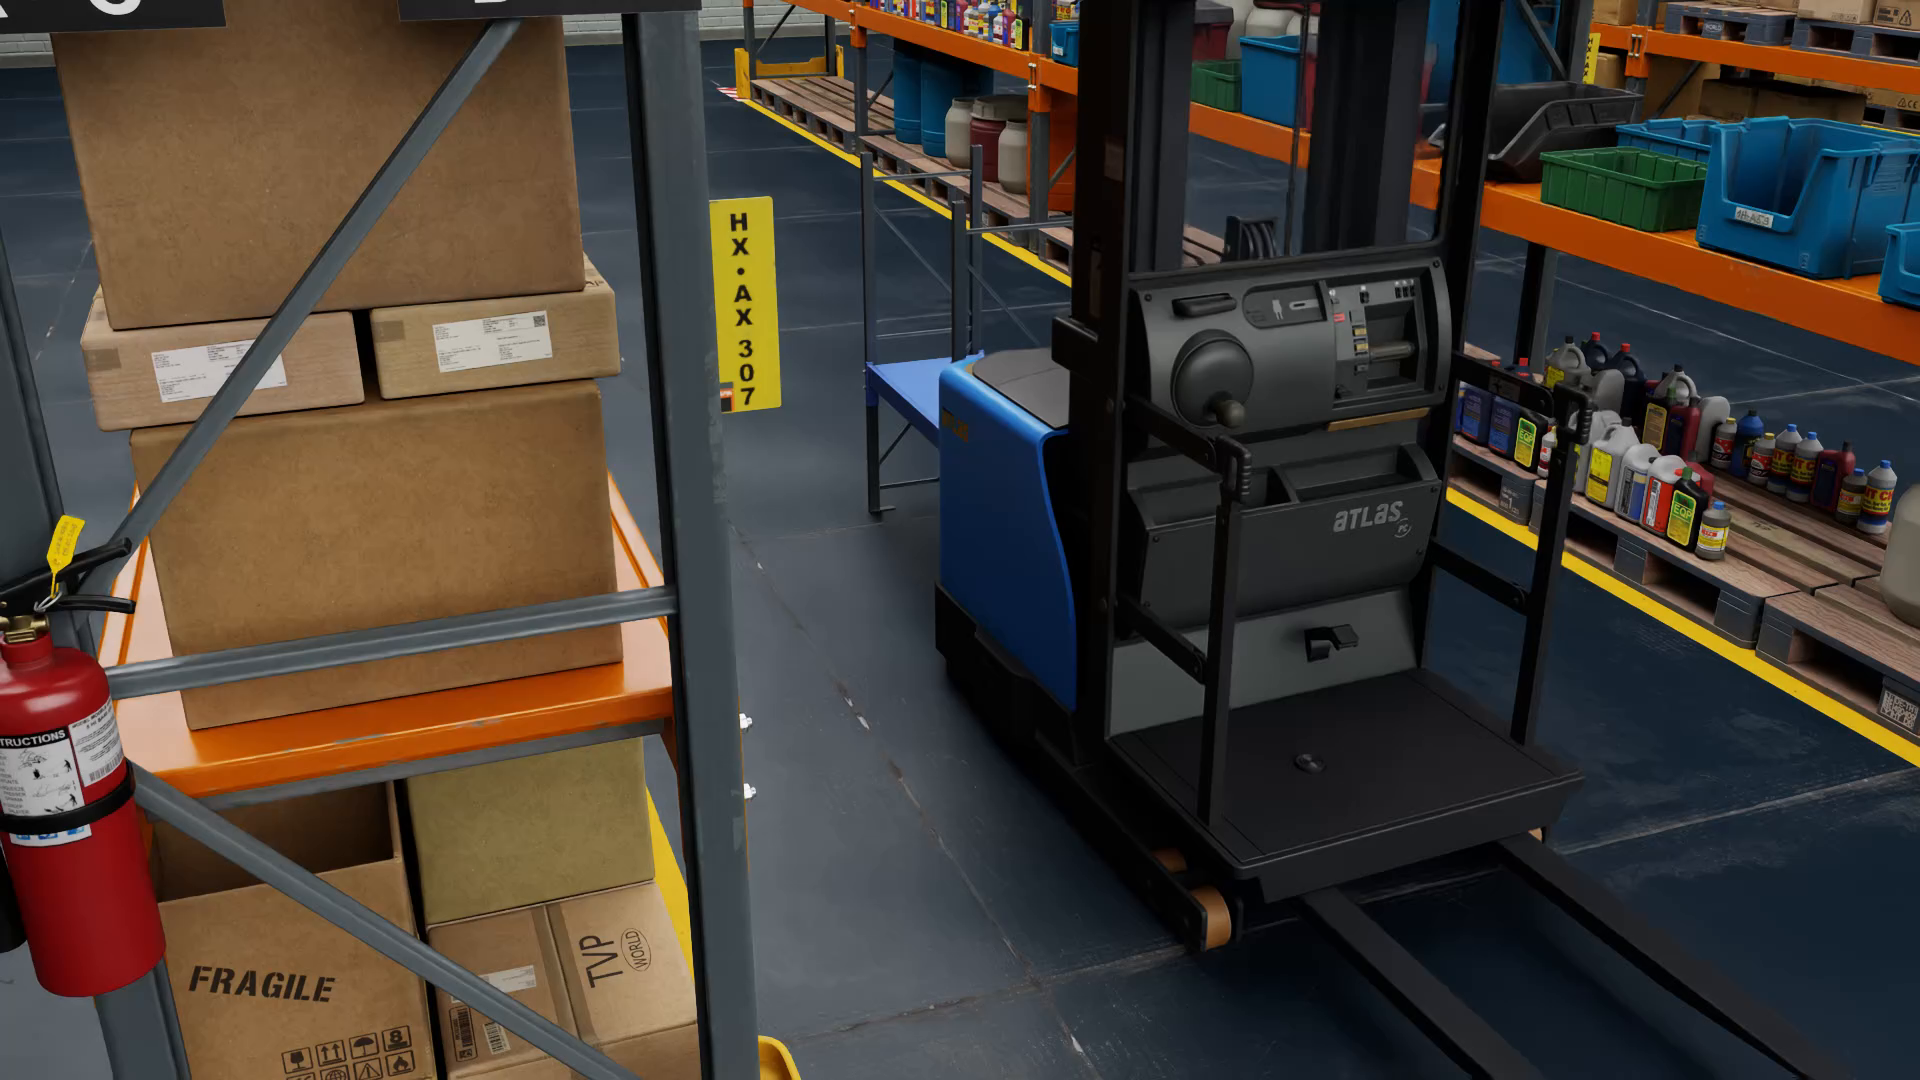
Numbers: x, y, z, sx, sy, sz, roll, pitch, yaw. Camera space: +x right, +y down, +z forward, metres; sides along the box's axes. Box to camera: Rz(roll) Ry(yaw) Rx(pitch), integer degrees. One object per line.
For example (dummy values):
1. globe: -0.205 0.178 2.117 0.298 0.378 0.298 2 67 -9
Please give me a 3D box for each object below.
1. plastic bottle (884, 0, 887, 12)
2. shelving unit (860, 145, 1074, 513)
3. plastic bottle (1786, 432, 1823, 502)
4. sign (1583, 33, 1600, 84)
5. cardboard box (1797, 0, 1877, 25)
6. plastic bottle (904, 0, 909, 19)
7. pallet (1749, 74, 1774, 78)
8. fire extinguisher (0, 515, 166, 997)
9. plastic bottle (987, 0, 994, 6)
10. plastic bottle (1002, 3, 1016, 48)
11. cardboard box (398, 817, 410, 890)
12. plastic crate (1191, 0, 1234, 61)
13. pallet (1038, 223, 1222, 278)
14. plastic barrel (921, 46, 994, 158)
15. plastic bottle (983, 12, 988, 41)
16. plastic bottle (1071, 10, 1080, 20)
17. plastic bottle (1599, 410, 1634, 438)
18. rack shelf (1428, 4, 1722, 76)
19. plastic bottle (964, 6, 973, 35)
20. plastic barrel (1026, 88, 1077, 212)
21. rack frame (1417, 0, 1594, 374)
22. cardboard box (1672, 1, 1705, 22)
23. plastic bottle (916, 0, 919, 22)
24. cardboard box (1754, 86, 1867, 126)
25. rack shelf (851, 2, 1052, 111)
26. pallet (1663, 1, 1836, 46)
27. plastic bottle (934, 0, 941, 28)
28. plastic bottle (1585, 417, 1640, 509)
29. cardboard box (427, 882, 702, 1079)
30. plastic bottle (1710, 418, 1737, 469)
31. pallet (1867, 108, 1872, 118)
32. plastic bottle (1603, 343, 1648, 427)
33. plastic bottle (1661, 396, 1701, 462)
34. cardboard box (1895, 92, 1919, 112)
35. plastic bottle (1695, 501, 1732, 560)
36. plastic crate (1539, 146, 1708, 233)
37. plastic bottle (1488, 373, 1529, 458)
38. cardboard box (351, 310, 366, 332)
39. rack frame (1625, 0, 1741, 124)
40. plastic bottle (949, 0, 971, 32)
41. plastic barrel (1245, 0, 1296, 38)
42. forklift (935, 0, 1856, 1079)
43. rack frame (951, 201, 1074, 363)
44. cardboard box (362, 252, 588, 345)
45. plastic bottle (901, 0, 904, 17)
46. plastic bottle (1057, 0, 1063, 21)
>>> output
1. plastic bottle: -0.580 -4.506 13.743 0.097 0.271 0.097 0 23 0
2. shelving unit: 0.030 -0.660 6.385 0.538 1.500 1.048 -8 24 -19
3. plastic bottle: 3.319 -0.291 6.525 0.097 0.271 0.097 0 23 0
4. sign: 2.895 -2.172 7.685 0.100 0.325 0.005 -8 24 -19
5. cardboard box: 5.974 -3.590 11.058 0.500 0.250 0.500 -9 24 -20
6. plastic bottle: -0.406 -4.312 13.268 0.061 0.283 0.133 -8 24 -19
7. pallet: 8.589 -5.157 18.715 1.003 0.211 1.213 -8 24 -19
8. fire extinguisher: -1.239 0.301 2.274 0.296 0.674 0.183 -8 24 -19
9. plastic bottle: 0.236 -4.333 13.334 0.097 0.271 0.097 0 23 0
10. plastic bottle: 0.340 -3.545 11.449 0.061 0.283 0.133 -8 24 -19
11. cardboard box: -1.500 0.898 3.757 0.500 0.250 0.500 -8 24 -19
12. plastic crate: 1.248 -2.827 9.512 0.402 0.464 0.583 -8 24 -19
13. pallet: 1.201 -1.855 10.879 1.003 0.211 1.213 -8 24 -19
14. plastic barrel: -0.024 -3.649 13.707 0.600 0.901 0.708 -8 24 -19
15. plastic bottle: 0.213 -3.658 11.822 0.097 0.201 0.097 0 23 0
16. plastic bottle: 0.839 -3.681 11.877 0.097 0.201 0.097 0 23 0
17. plastic bottle: 2.620 -0.377 6.723 0.152 0.276 0.135 -8 24 -19
18. rack shelf: 4.890 -4.501 14.494 1.077 0.370 4.000 -8 24 -19
19. plastic bottle: 0.075 -3.799 12.158 0.097 0.201 0.097 0 23 0
20. plastic barrel: 0.774 -2.795 11.774 0.600 0.830 0.708 -8 24 -19
21. rack frame: 2.376 -1.973 7.569 1.000 3.000 0.127 -8 24 -19
22. cardboard box: 5.680 -4.366 13.118 0.500 0.500 0.500 -8 24 -17
23. plastic bottle: -0.300 -4.186 13.074 0.097 0.201 0.097 0 23 0
24. cardboard box: 6.058 -3.072 11.862 0.500 0.250 0.500 -6 23 -13
25. rack shelf: 0.257 -3.822 12.881 1.077 0.370 4.000 -8 24 -19
26. pallet: 5.948 -3.773 12.087 1.213 0.211 1.003 -8 24 -19
27. plastic bottle: -0.112 -4.087 12.647 0.144 0.351 0.185 -8 24 -19
28. plastic bottle: 2.556 -0.314 6.478 0.144 0.351 0.185 -7 24 -17
29. cardboard box: -0.827 1.007 3.499 0.500 0.250 0.500 -8 24 -19
30. plastic bottle: 3.176 -0.406 6.888 0.097 0.201 0.097 0 23 0
31. pallet: 9.136 -4.636 17.477 1.003 0.211 1.213 -8 24 -19
32. plastic bottle: 2.941 -0.691 7.371 0.144 0.351 0.185 -10 25 -22
33. plastic bottle: 3.010 -0.468 6.930 0.061 0.283 0.133 -8 24 -19
34. cardboard box: 9.414 -4.374 15.943 0.500 0.500 0.500 -9 25 -21
35. plastic bottle: 2.730 -0.040 6.020 0.097 0.201 0.097 0 23 0
36. plastic crate: 2.592 -1.343 6.348 0.450 0.188 0.662 -8 24 -19
37. plastic bottle: 2.340 -0.536 7.005 0.144 0.351 0.185 -9 25 -21
38. cardboard box: -1.189 -0.249 3.350 0.700 0.500 0.500 -8 24 -18
39. rack frame: 5.597 -4.106 12.630 1.000 3.000 0.127 -8 24 -19
40. plastic bottle: 0.000 -3.971 12.373 0.144 0.351 0.185 -8 24 -19
41. plastic barrel: 1.831 -2.837 9.444 0.433 0.535 0.433 0 23 0
42. forklift: 0.968 -0.489 4.136 1.130 2.935 3.031 -10 25 -22
43. rack frame: 0.210 -0.475 5.947 0.500 1.500 0.032 -8 24 -19
44. cardboard box: -0.879 -0.454 3.001 0.380 0.149 0.250 -9 24 -20
45. plastic bottle: -0.429 -4.318 13.389 0.097 0.201 0.097 0 23 0
46. plastic bottle: 0.771 -3.950 12.426 0.097 0.271 0.097 0 23 0
